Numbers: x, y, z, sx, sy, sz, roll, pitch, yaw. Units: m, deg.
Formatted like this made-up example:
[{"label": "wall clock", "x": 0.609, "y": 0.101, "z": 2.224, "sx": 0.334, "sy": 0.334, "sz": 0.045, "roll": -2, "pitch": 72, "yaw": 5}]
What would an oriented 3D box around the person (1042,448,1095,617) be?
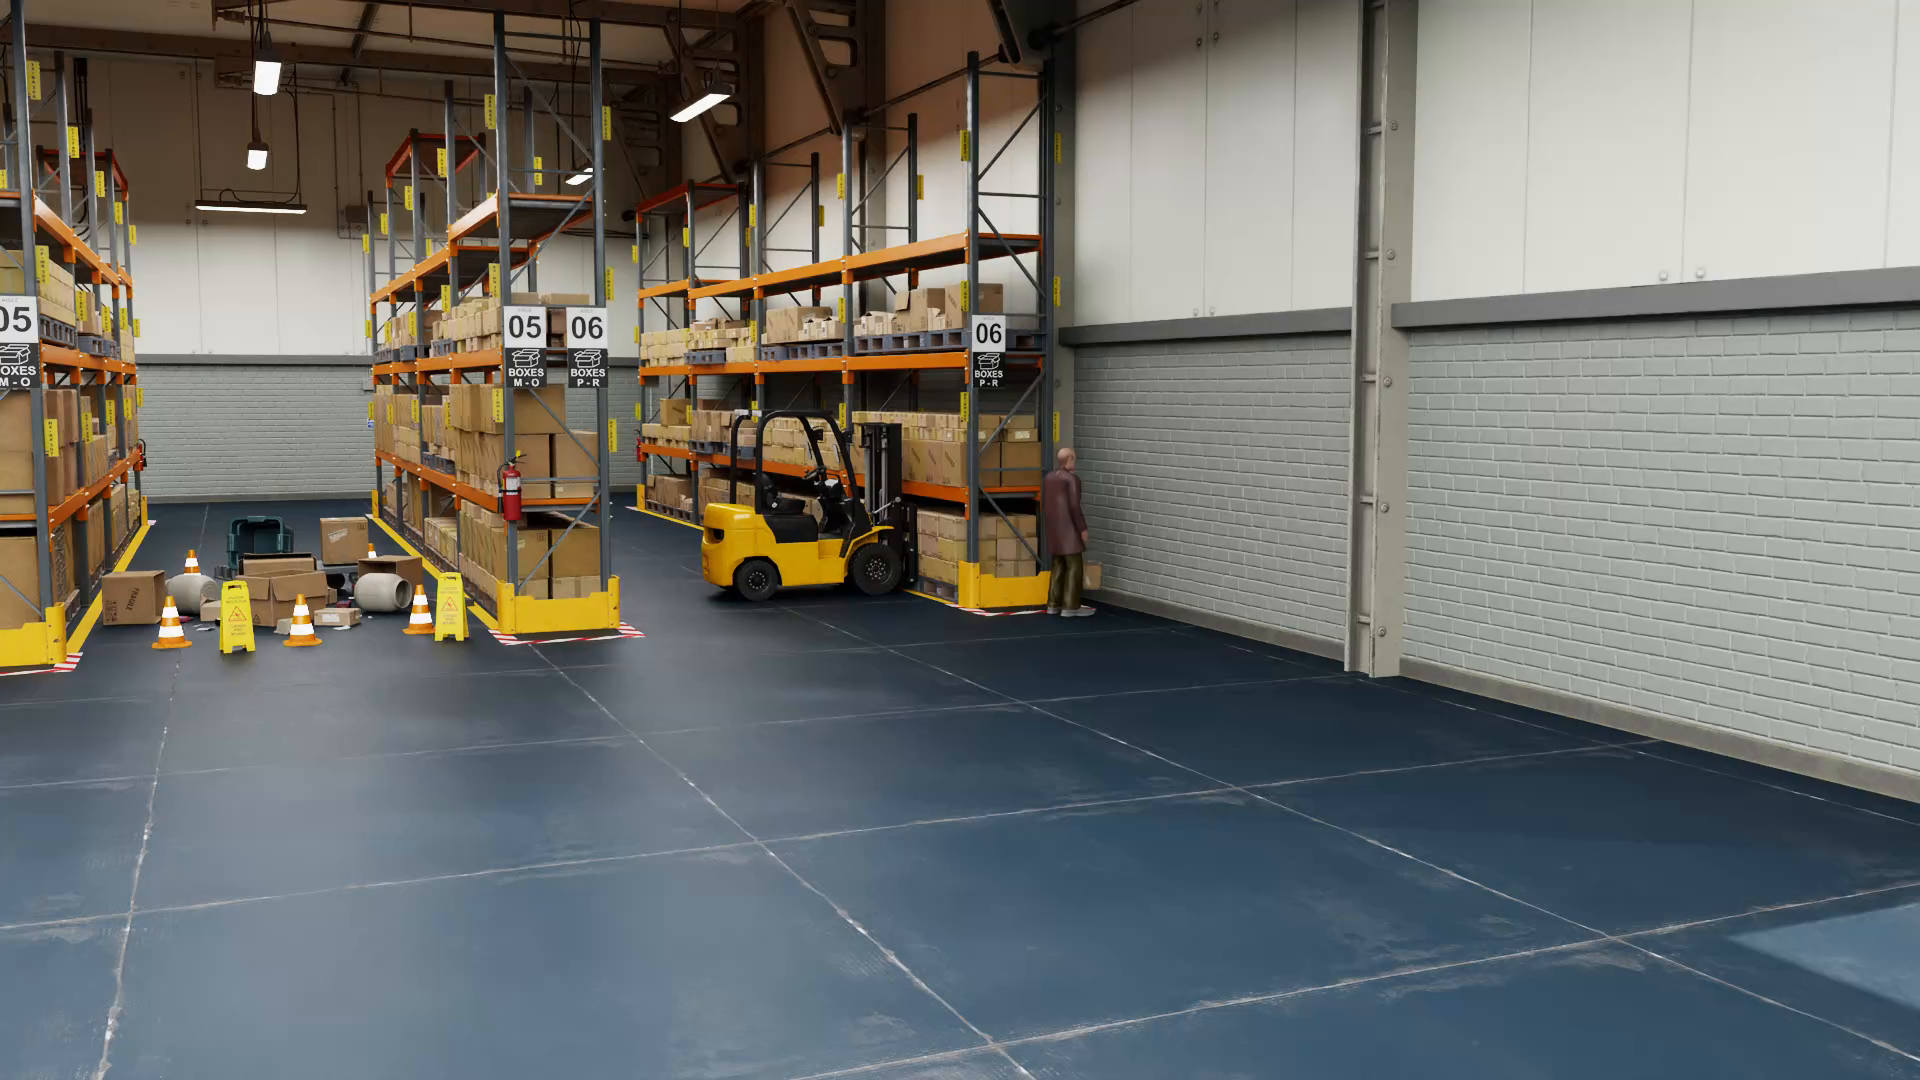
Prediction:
[{"label": "person", "x": 1.117, "y": -0.089, "z": 17.648, "sx": 0.424, "sy": 1.776, "sz": 0.596, "roll": -3, "pitch": 6, "yaw": -33}]
